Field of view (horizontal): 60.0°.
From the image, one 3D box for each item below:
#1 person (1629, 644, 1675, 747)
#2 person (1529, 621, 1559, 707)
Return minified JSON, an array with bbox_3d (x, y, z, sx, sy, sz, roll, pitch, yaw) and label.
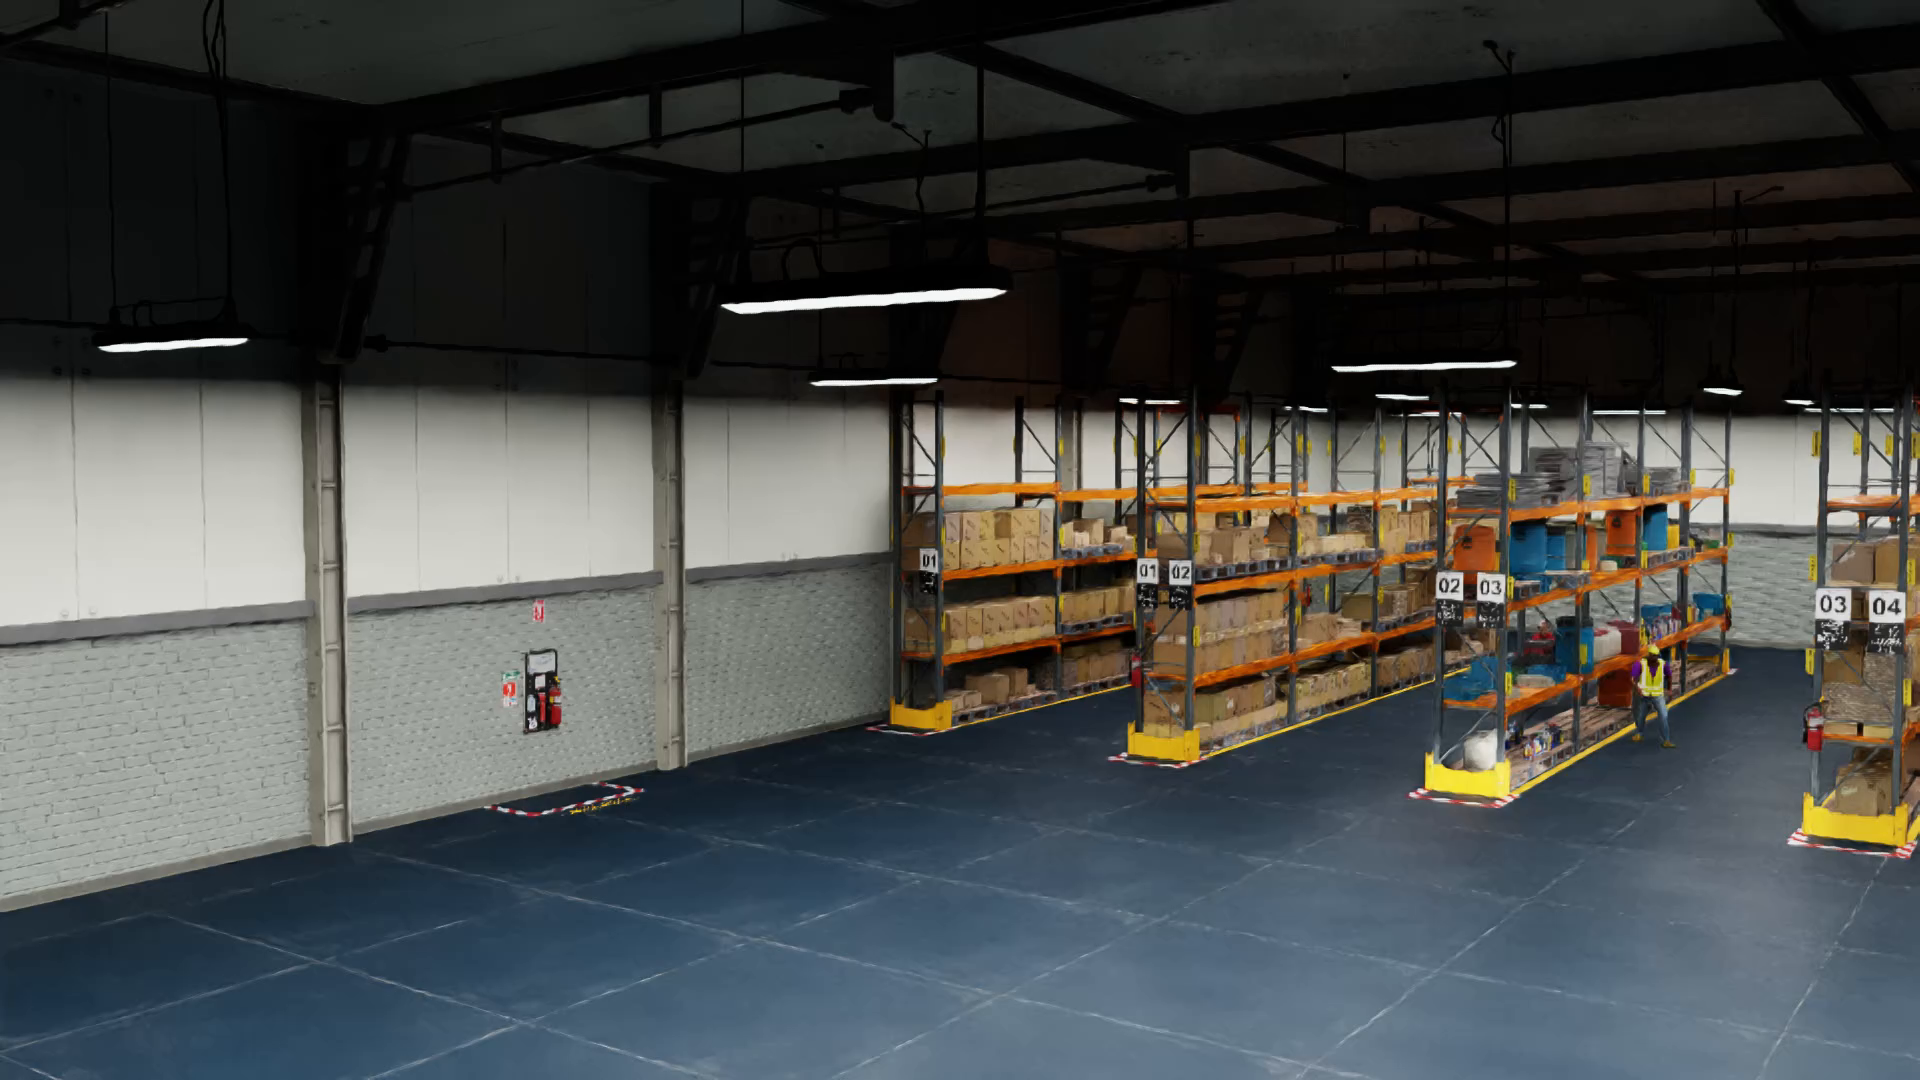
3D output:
[{"bbox_3d":[11.576,2.580,27.845,0.710,1.703,0.836,1,3,19],"label":"person"},{"bbox_3d":[11.184,2.363,31.852,0.546,1.640,1.110,3,4,38],"label":"person"}]
